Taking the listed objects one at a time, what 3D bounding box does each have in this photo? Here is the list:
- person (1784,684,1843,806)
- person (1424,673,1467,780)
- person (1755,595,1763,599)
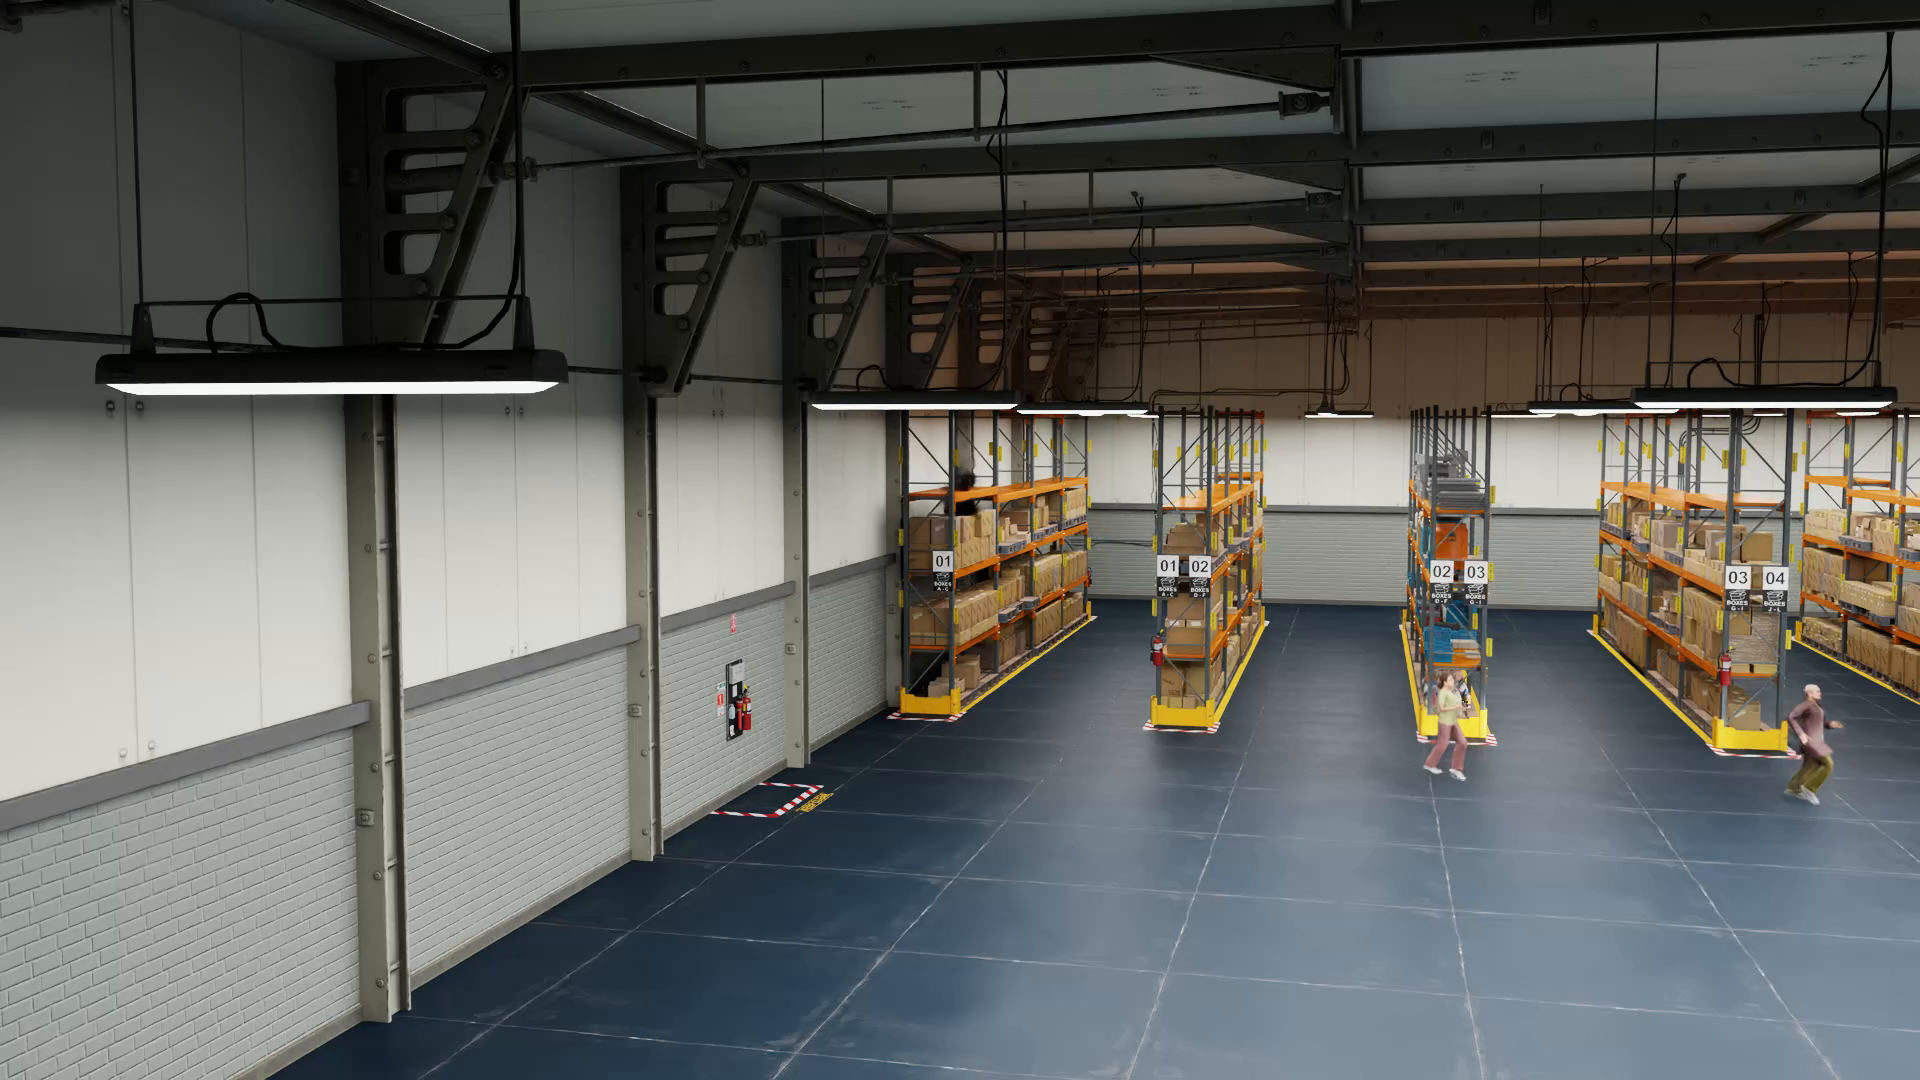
[{"bbox_3d":[12.756,3.057,24.857,0.773,1.800,0.673,3,5,38],"label":"person"},{"bbox_3d":[7.781,2.976,26.618,0.694,1.722,0.560,4,5,41],"label":"person"},{"bbox_3d":[20.368,1.821,42.543,0.699,1.725,0.802,3,5,33],"label":"person"}]
